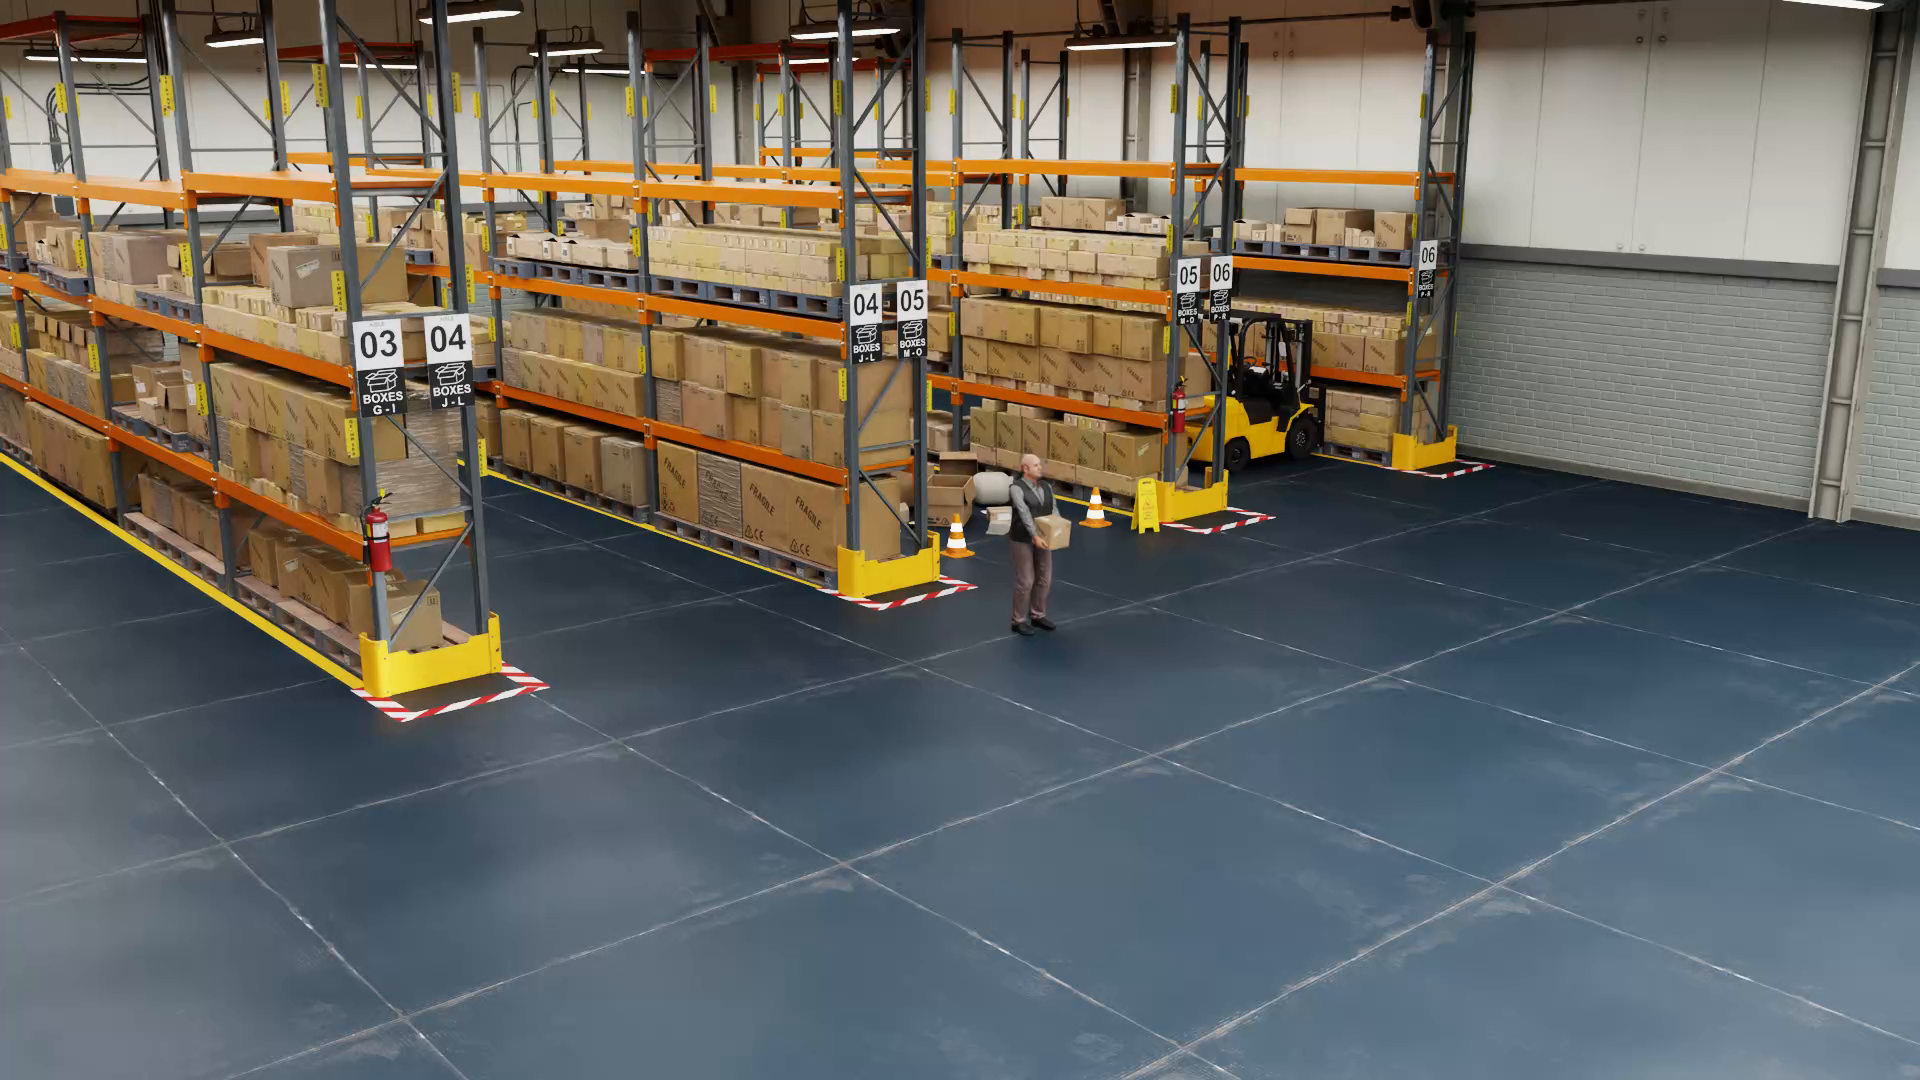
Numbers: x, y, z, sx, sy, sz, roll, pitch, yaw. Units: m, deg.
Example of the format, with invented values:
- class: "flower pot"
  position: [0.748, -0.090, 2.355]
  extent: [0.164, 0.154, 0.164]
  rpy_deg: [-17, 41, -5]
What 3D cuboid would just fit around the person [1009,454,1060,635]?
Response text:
- class: "person"
  position: [0.758, 0.045, 15.886]
  extent: [0.494, 1.714, 0.546]
  rpy_deg: [-11, 18, -39]
